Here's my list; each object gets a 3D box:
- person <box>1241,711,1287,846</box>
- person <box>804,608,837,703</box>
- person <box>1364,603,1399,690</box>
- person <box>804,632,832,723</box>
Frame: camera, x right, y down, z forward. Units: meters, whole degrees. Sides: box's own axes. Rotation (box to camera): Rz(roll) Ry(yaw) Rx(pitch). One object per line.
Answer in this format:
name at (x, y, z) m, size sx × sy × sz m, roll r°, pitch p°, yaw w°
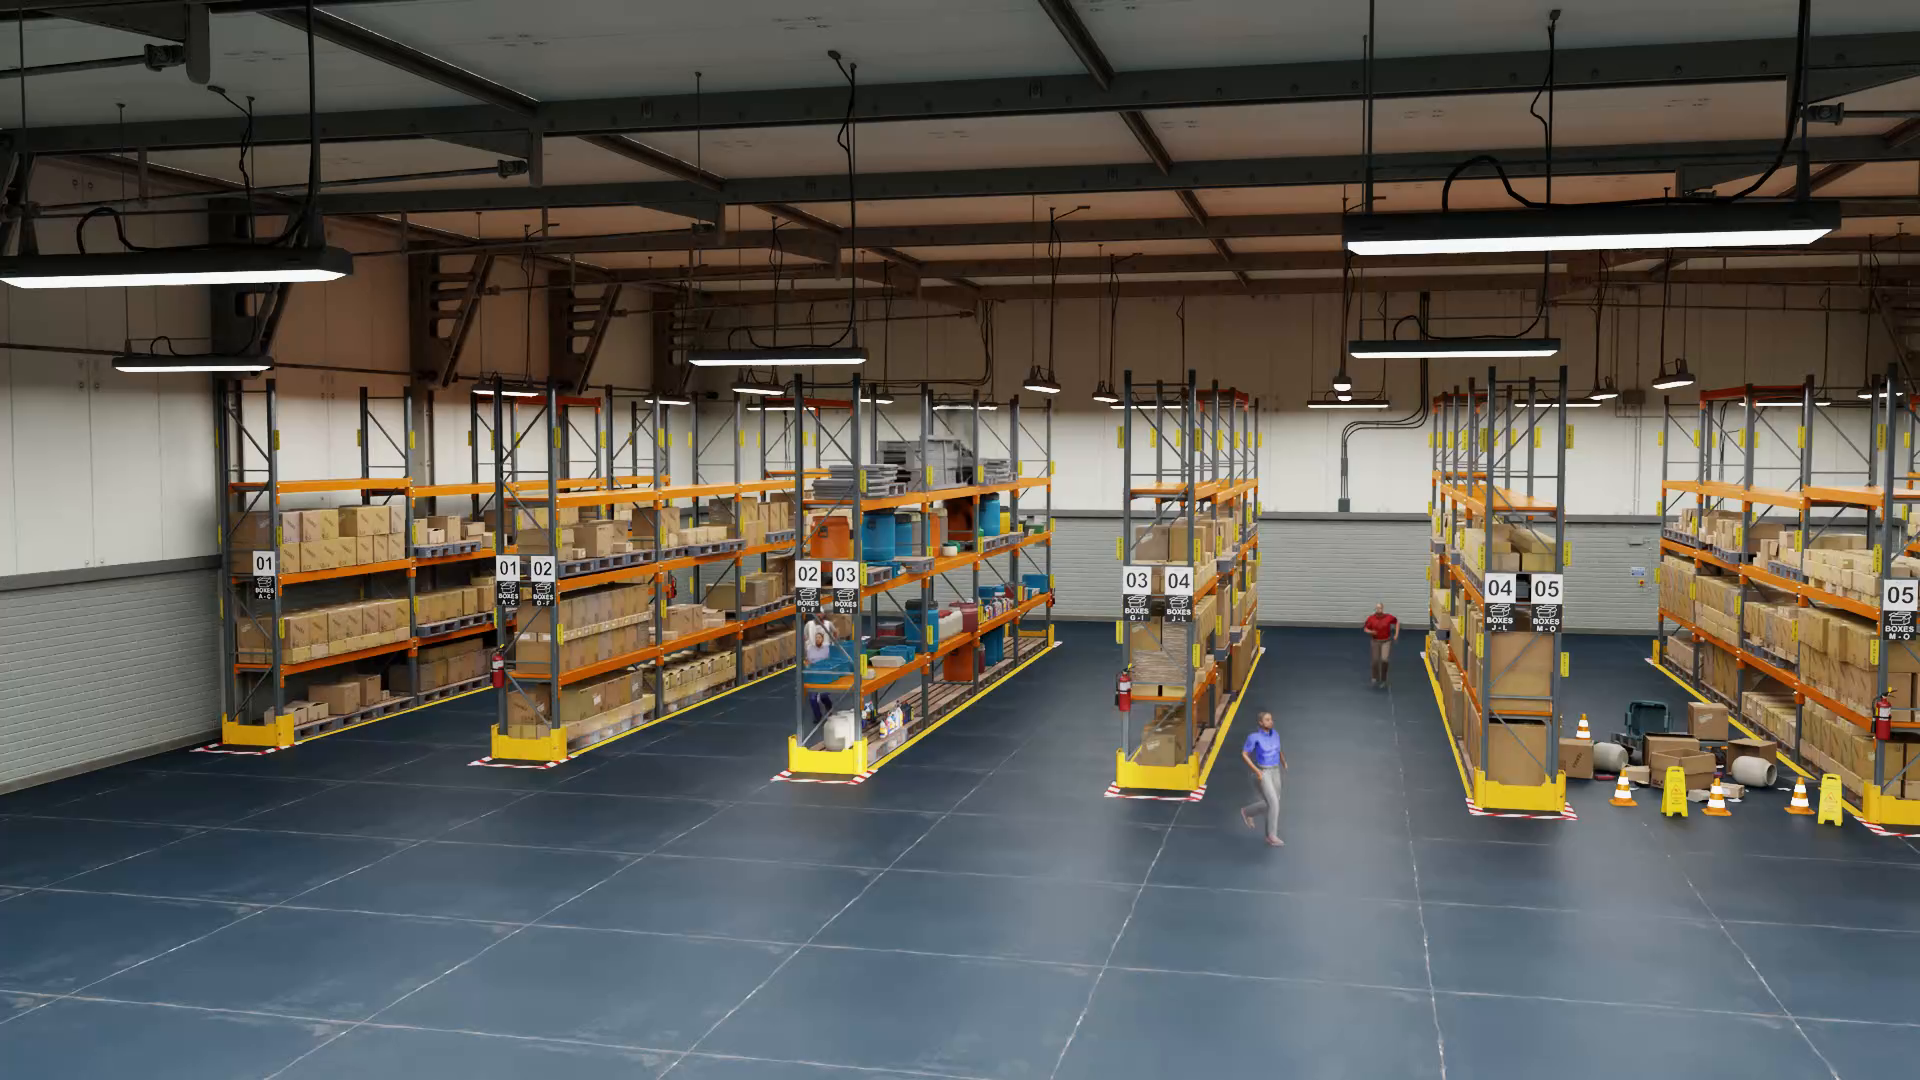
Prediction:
person at (3.793, 2.951, 20.786) m, size 0.576 × 1.649 × 0.726 m, roll -2°, pitch 4°, yaw -35°
person at (-2.731, 2.180, 32.057) m, size 0.672 × 1.791 × 0.923 m, roll 0°, pitch 3°, yaw 5°
person at (8.496, 2.137, 33.557) m, size 0.672 × 1.753 × 0.896 m, roll 1°, pitch 4°, yaw 19°
person at (-2.495, 2.436, 29.463) m, size 0.603 × 1.596 × 0.571 m, roll 1°, pitch 4°, yaw 12°
